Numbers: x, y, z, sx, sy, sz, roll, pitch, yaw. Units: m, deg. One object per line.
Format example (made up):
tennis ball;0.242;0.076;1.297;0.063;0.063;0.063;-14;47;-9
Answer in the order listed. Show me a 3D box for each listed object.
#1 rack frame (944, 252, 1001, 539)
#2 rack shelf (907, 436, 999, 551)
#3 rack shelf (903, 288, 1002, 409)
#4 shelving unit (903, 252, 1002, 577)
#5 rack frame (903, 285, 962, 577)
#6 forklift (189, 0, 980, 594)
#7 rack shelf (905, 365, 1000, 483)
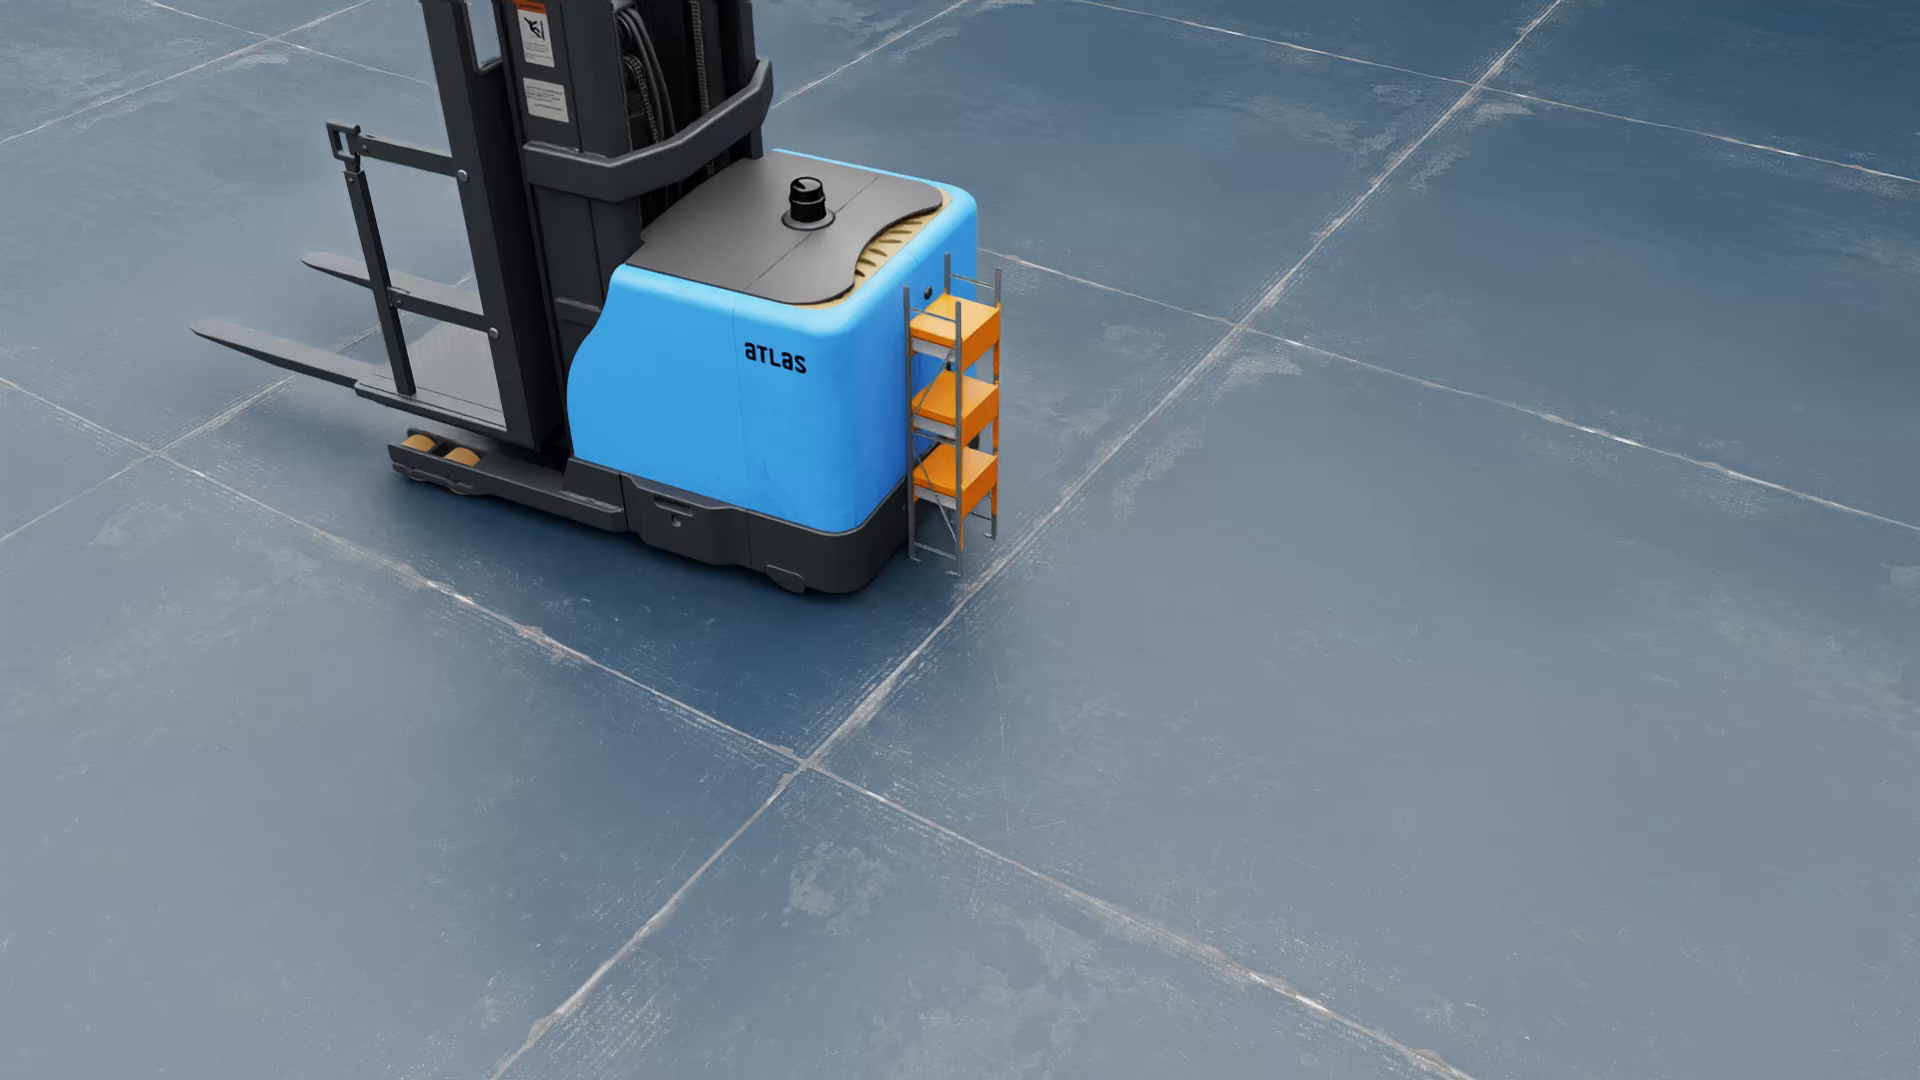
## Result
rack frame;0.039;-0.451;5.476;0.200;1.050;0.008;19;42;23
rack shelf;-0.022;-0.158;5.568;0.215;0.259;0.240;19;42;23
rack shelf;-0.022;-0.603;5.225;0.215;0.259;0.240;19;42;23
shelving unit;-0.022;-0.387;5.392;0.215;1.050;0.252;19;42;23
rack frame;-0.084;-0.322;5.308;0.200;1.050;0.008;19;42;23
forklift;-1.486;-1.595;5.418;3.031;2.935;1.130;16;41;20
rack shelf;-0.022;-0.379;5.398;0.215;0.259;0.240;19;42;23
